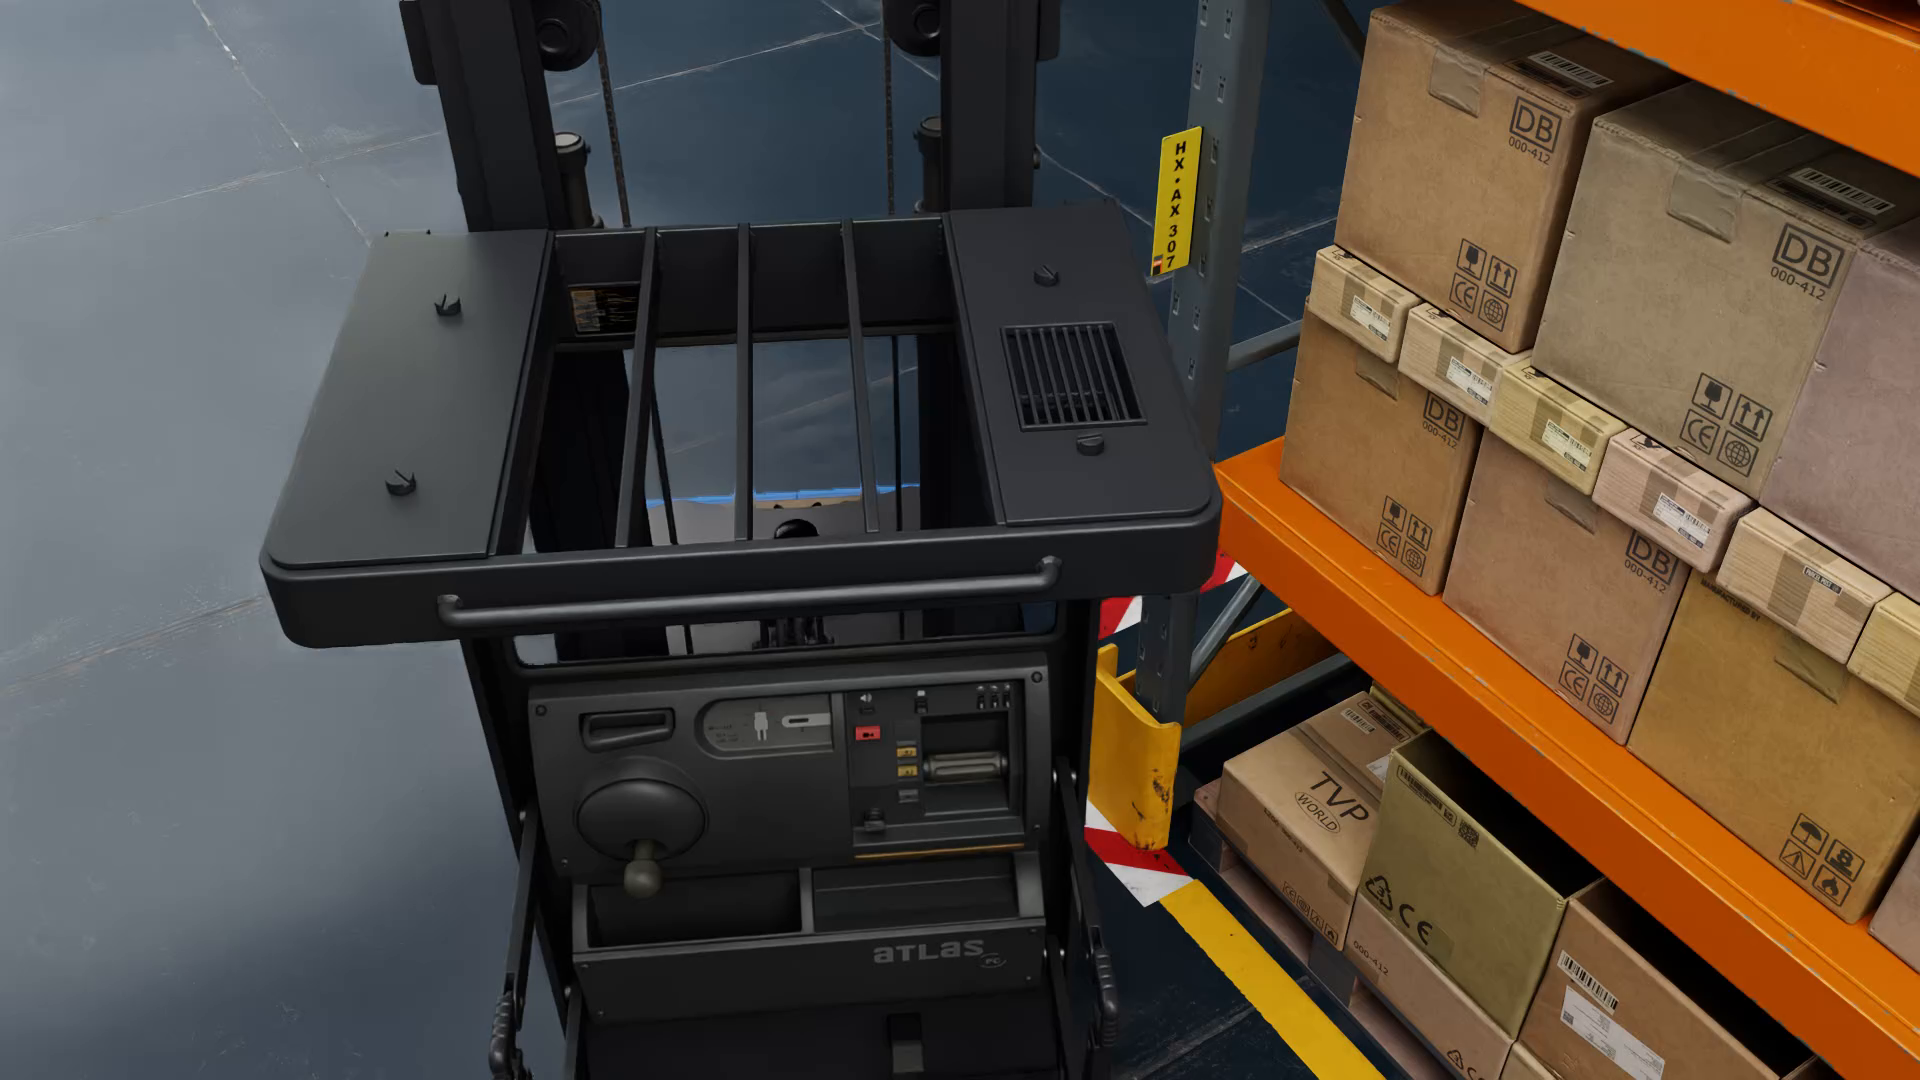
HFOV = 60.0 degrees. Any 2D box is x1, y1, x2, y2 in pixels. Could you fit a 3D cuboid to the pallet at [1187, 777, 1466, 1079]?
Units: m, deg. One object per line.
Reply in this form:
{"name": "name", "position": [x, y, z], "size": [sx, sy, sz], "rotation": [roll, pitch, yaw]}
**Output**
{"name": "pallet", "position": [1.375, 0.931, 4.468], "size": [1.003, 0.211, 1.213], "rotation": [-22, 45, -24]}

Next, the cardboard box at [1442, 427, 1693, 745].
{"name": "cardboard box", "position": [1.455, -0.039, 3.375], "size": [0.700, 0.500, 0.500], "rotation": [-21, 44, -23]}

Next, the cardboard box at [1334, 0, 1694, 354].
{"name": "cardboard box", "position": [1.197, -0.790, 3.264], "size": [0.700, 0.500, 0.500], "rotation": [-22, 45, -24]}

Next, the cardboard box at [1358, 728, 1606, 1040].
{"name": "cardboard box", "position": [1.300, 0.704, 3.796], "size": [0.500, 0.500, 0.500], "rotation": [-22, 45, -24]}

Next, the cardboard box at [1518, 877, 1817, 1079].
{"name": "cardboard box", "position": [1.579, 0.969, 3.478], "size": [0.500, 0.500, 0.500], "rotation": [-22, 45, -24]}

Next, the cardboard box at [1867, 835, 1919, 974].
{"name": "cardboard box", "position": [2.004, 0.514, 2.712], "size": [0.700, 0.500, 0.500], "rotation": [-21, 44, -23]}

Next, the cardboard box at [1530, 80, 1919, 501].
{"name": "cardboard box", "position": [1.485, -0.508, 2.925], "size": [0.700, 0.500, 0.500], "rotation": [-23, 45, -25]}

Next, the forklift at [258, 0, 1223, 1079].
{"name": "forklift", "position": [-0.276, 0.505, 2.854], "size": [1.130, 2.935, 3.031], "rotation": [-4, 40, -4]}

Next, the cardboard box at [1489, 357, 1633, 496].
{"name": "cardboard box", "position": [1.235, -0.264, 3.138], "size": [0.380, 0.149, 0.250], "rotation": [-22, 45, -24]}

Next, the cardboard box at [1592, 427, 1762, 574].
{"name": "cardboard box", "position": [1.369, -0.127, 2.974], "size": [0.380, 0.149, 0.250], "rotation": [-23, 45, -25]}

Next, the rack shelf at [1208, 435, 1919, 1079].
{"name": "rack shelf", "position": [2.004, 0.817, 2.988], "size": [1.077, 0.370, 4.000], "rotation": [-22, 45, -24]}

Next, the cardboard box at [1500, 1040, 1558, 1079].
{"name": "cardboard box", "position": [1.570, 1.261, 3.713], "size": [0.500, 0.250, 0.500], "rotation": [-22, 45, -24]}

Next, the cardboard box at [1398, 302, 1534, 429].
{"name": "cardboard box", "position": [1.102, -0.399, 3.300], "size": [0.380, 0.149, 0.250], "rotation": [-23, 45, -25]}

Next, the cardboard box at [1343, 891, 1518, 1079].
{"name": "cardboard box", "position": [1.301, 0.991, 4.037], "size": [0.500, 0.250, 0.500], "rotation": [-22, 45, -24]}

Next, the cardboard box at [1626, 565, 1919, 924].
{"name": "cardboard box", "position": [1.717, 0.231, 3.051], "size": [0.700, 0.500, 0.500], "rotation": [-22, 45, -24]}

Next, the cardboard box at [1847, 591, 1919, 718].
{"name": "cardboard box", "position": [1.652, 0.154, 2.637], "size": [0.380, 0.149, 0.250], "rotation": [-23, 45, -25]}

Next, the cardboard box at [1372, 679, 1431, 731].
{"name": "cardboard box", "position": [1.468, 0.255, 4.334], "size": [0.500, 0.500, 0.500], "rotation": [-22, 45, -24]}

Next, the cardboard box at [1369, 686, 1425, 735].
{"name": "cardboard box", "position": [1.466, 0.544, 4.574], "size": [0.500, 0.250, 0.500], "rotation": [-22, 45, -24]}

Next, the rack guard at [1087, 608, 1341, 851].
{"name": "rack guard", "position": [0.916, 0.409, 4.869], "size": [1.175, 0.500, 0.348], "rotation": [-22, 45, -24]}

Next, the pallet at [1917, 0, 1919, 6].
{"name": "pallet", "position": [1.947, -0.607, 1.861], "size": [1.003, 0.211, 1.213], "rotation": [-22, 45, -24]}

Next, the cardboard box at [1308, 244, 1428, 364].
{"name": "cardboard box", "position": [0.958, -0.540, 3.470], "size": [0.380, 0.149, 0.250], "rotation": [-23, 45, -25]}

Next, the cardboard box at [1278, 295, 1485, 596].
{"name": "cardboard box", "position": [1.169, -0.321, 3.713], "size": [0.700, 0.500, 0.500], "rotation": [-22, 45, -24]}

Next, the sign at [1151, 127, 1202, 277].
{"name": "sign", "position": [0.457, -0.714, 3.525], "size": [0.100, 0.325, 0.005], "rotation": [-22, 45, -24]}

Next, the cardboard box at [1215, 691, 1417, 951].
{"name": "cardboard box", "position": [1.029, 0.723, 4.360], "size": [0.500, 0.250, 0.500], "rotation": [-22, 45, -24]}

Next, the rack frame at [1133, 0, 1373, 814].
{"name": "rack frame", "position": [0.929, -0.539, 4.053], "size": [1.000, 3.000, 0.127], "rotation": [-22, 45, -24]}

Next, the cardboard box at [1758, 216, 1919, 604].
{"name": "cardboard box", "position": [1.756, -0.237, 2.599], "size": [0.700, 0.500, 0.500], "rotation": [-22, 45, -24]}

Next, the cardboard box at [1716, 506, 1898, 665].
{"name": "cardboard box", "position": [1.514, 0.016, 2.802], "size": [0.380, 0.149, 0.250], "rotation": [-24, 45, -26]}
